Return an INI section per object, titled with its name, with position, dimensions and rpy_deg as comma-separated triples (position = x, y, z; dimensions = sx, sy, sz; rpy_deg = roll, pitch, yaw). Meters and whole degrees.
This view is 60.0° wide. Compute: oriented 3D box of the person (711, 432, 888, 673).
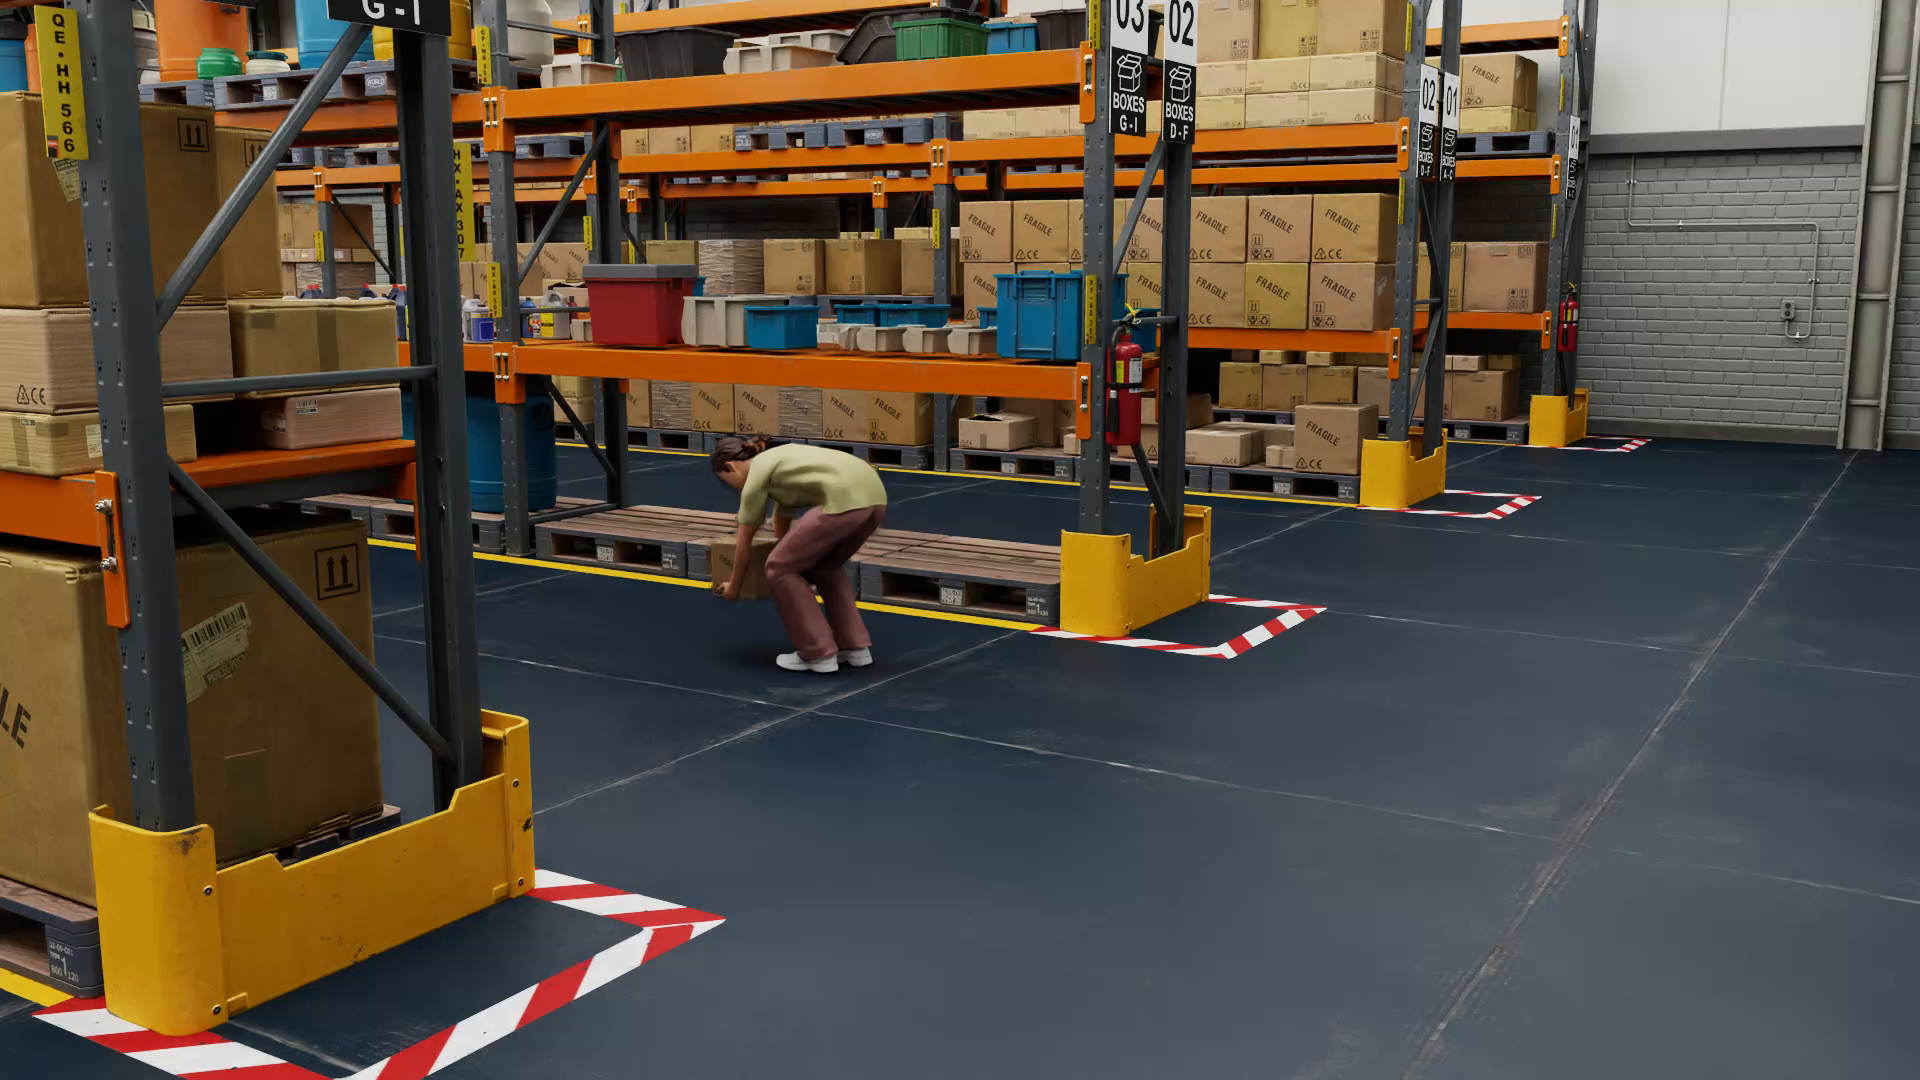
[person]
position = -0.738, 0.051, 7.517
dimensions = 0.866, 1.038, 0.452
rpy_deg = 5, 11, 28
